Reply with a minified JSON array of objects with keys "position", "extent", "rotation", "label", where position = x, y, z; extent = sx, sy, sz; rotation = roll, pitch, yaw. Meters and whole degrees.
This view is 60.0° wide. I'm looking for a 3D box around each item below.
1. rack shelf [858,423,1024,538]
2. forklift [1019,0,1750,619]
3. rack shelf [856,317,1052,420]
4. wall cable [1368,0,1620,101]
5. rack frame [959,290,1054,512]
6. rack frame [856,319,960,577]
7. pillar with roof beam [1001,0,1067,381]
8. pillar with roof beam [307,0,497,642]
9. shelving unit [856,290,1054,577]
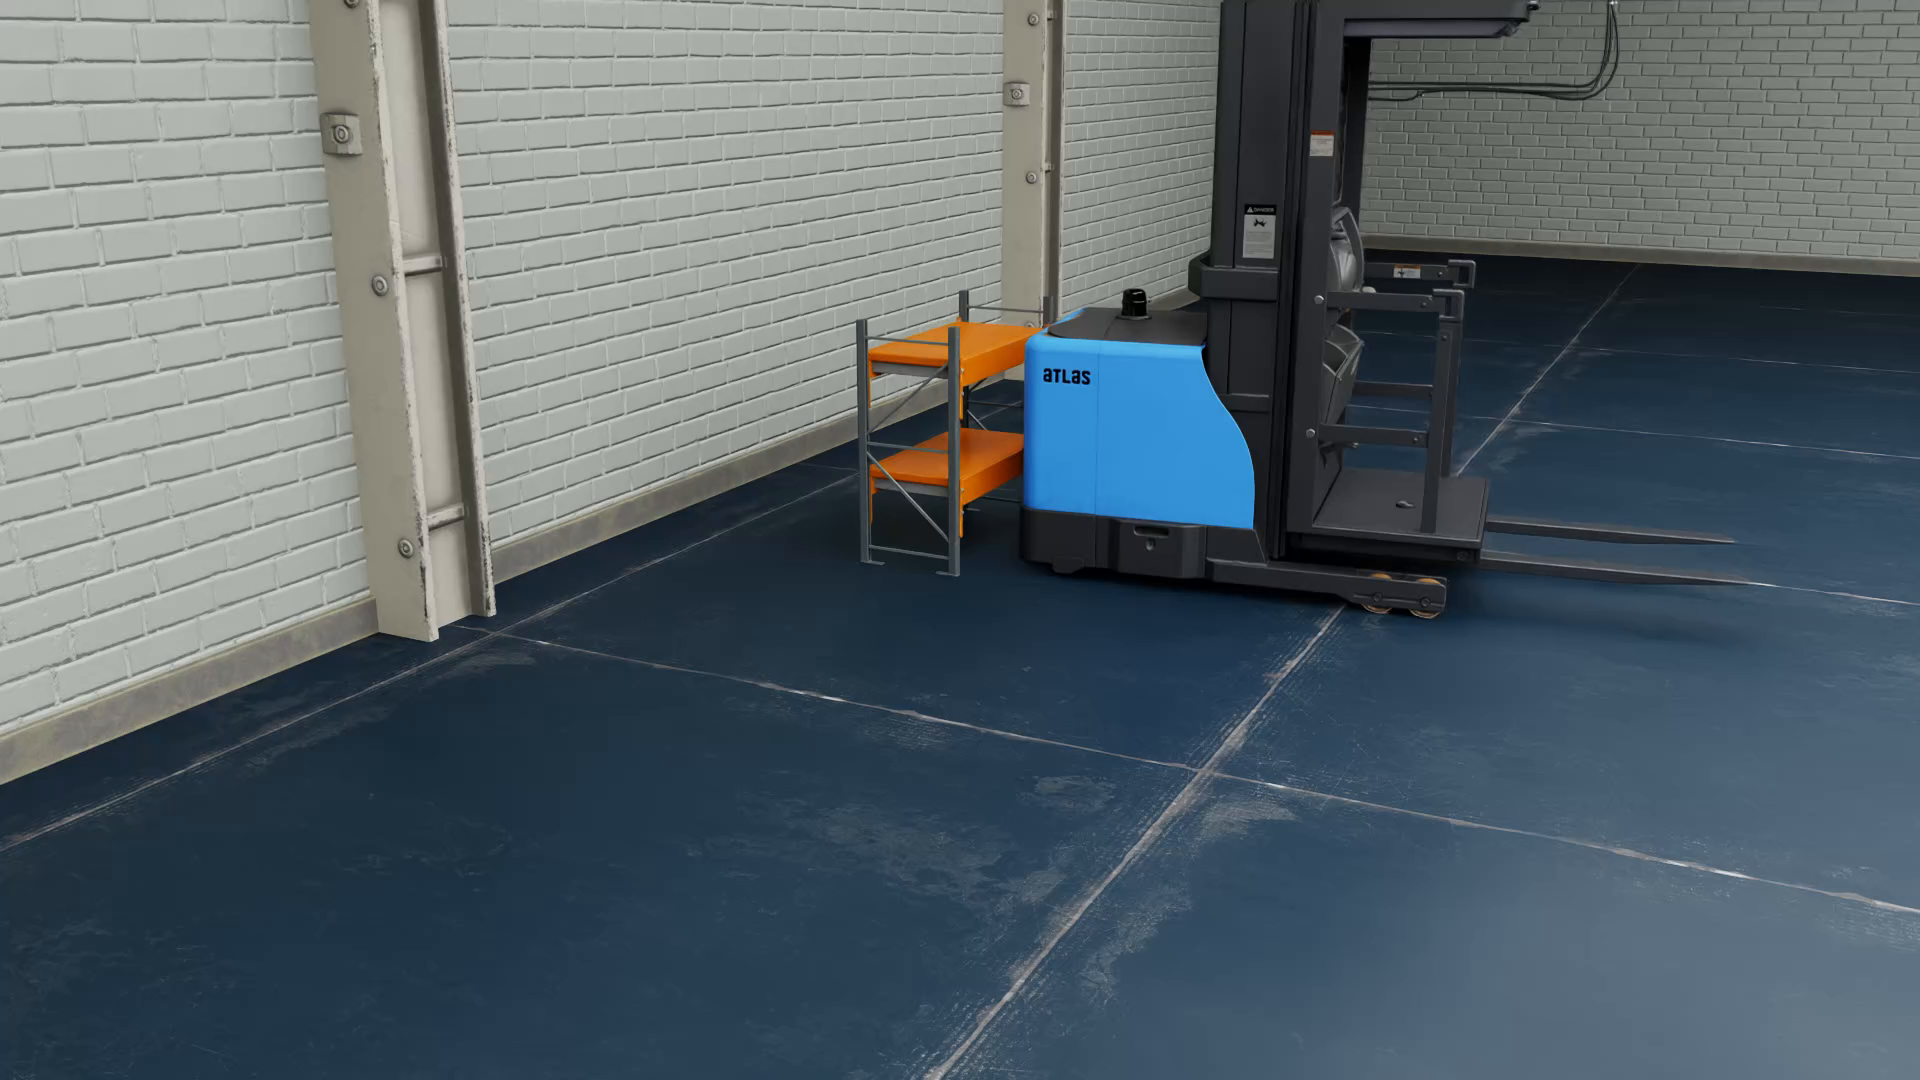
[{"position":[-0.003,-0.303,7.928],"extent":[0.538,0.278,1.000],"rotation":[8,18,25],"label":"rack shelf"},{"position":[1.842,-1.248,7.080],"extent":[3.031,2.935,1.130],"rotation":[6,17,18],"label":"forklift"},{"position":[-0.003,-0.818,7.775],"extent":[0.538,0.278,1.000],"rotation":[8,18,25],"label":"rack shelf"},{"position":[5.692,-6.126,18.298],"extent":[3.097,2.526,0.112],"rotation":[8,18,25],"label":"wall cable"},{"position":[0.224,-0.667,8.294],"extent":[0.500,1.125,0.032],"rotation":[8,18,25],"label":"rack frame"},{"position":[-0.230,-0.408,7.422],"extent":[0.500,1.125,0.032],"rotation":[8,18,25],"label":"rack frame"},{"position":[4.363,-4.956,8.906],"extent":[9.100,9.000,0.400],"rotation":[8,18,25],"label":"pillar with roof beam"},{"position":[1.682,-3.428,3.761],"extent":[9.100,9.000,0.400],"rotation":[8,18,25],"label":"pillar with roof beam"},{"position":[-0.003,-0.537,7.858],"extent":[0.538,1.125,1.048],"rotation":[8,18,25],"label":"shelving unit"}]
